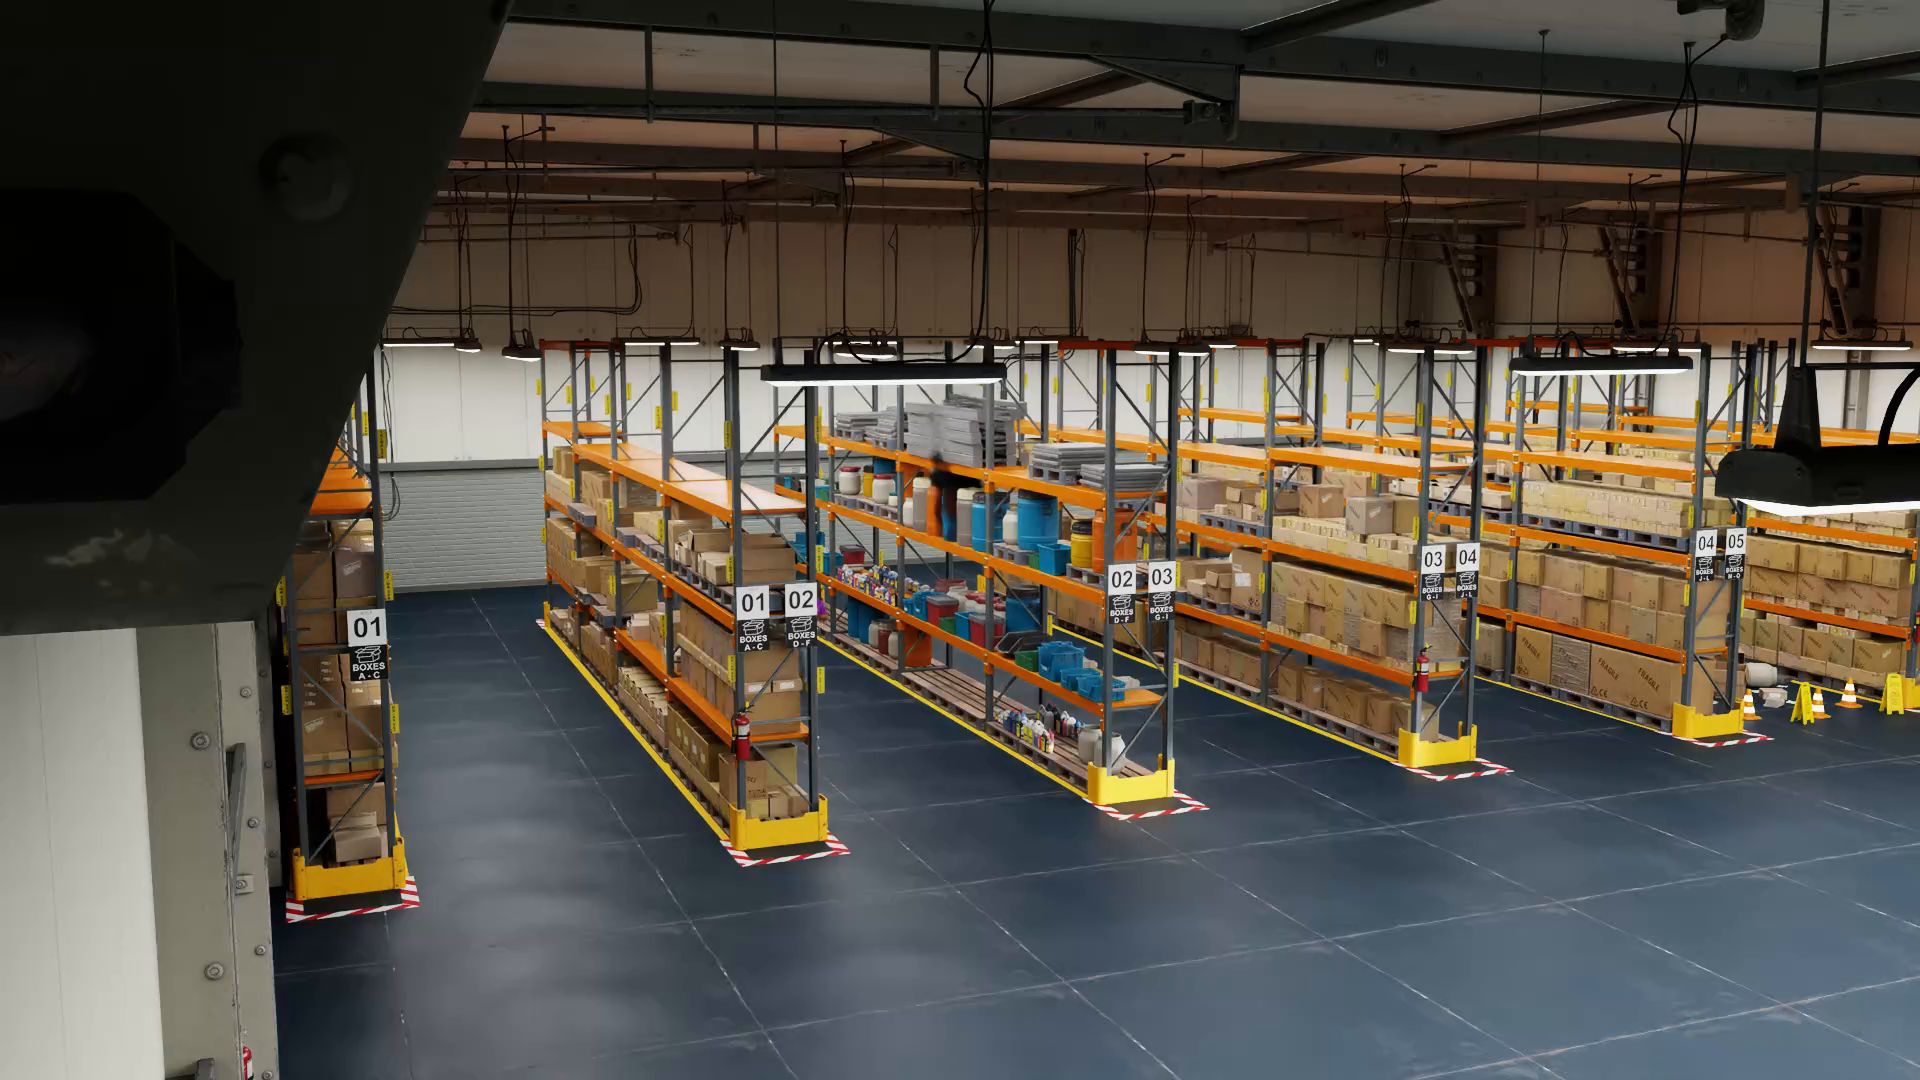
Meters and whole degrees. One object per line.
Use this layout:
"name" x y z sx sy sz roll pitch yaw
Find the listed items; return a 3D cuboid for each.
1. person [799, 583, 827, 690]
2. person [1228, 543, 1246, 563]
"person" -2.517 1.567 27.484 0.693 1.788 0.880 -4 9 -30
"person" 5.992 0.887 35.146 0.706 1.746 0.714 -3 8 -20
